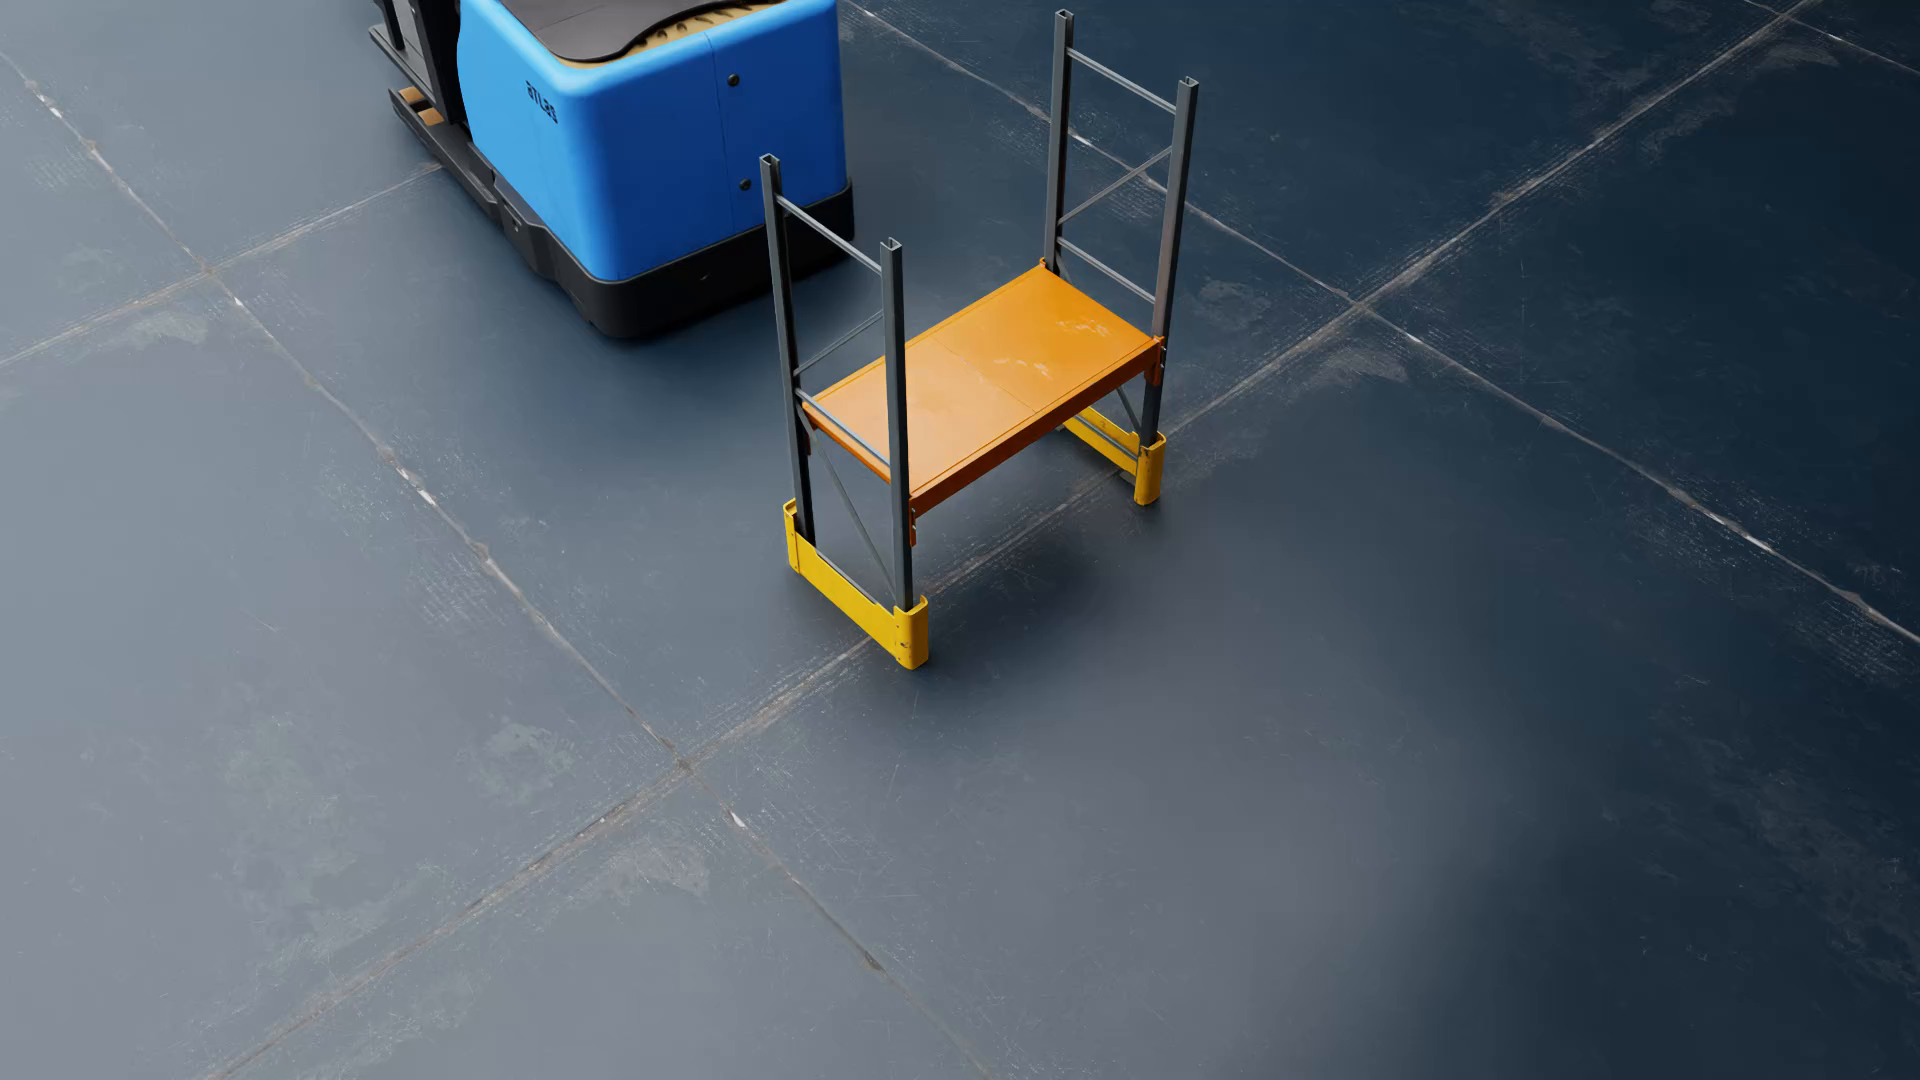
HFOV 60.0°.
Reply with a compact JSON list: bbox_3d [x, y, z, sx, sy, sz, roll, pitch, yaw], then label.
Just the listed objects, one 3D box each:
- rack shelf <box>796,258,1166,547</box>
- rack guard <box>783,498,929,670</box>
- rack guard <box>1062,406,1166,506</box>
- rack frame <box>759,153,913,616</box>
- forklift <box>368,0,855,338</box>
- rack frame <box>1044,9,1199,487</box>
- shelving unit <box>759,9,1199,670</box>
[{"bbox_3d":[0.063,-0.429,4.870,1.000,0.185,0.538,-34,56,-27],"label":"rack shelf"},{"bbox_3d":[-0.312,0.124,4.966,0.087,0.250,0.587,-34,56,-27],"label":"rack guard"},{"bbox_3d":[0.425,-0.369,5.420,0.087,0.250,0.587,-34,56,-27],"label":"rack guard"},{"bbox_3d":[-0.313,-0.299,4.506,0.032,1.500,0.500,-34,56,-27],"label":"rack frame"},{"bbox_3d":[-1.657,-2.748,5.791,1.130,2.935,3.031,-28,53,-23],"label":"forklift"},{"bbox_3d":[0.439,-0.802,4.970,0.032,1.500,0.500,-34,56,-27],"label":"rack frame"},{"bbox_3d":[0.056,-0.546,4.734,1.083,1.500,0.587,-34,56,-27],"label":"shelving unit"}]
